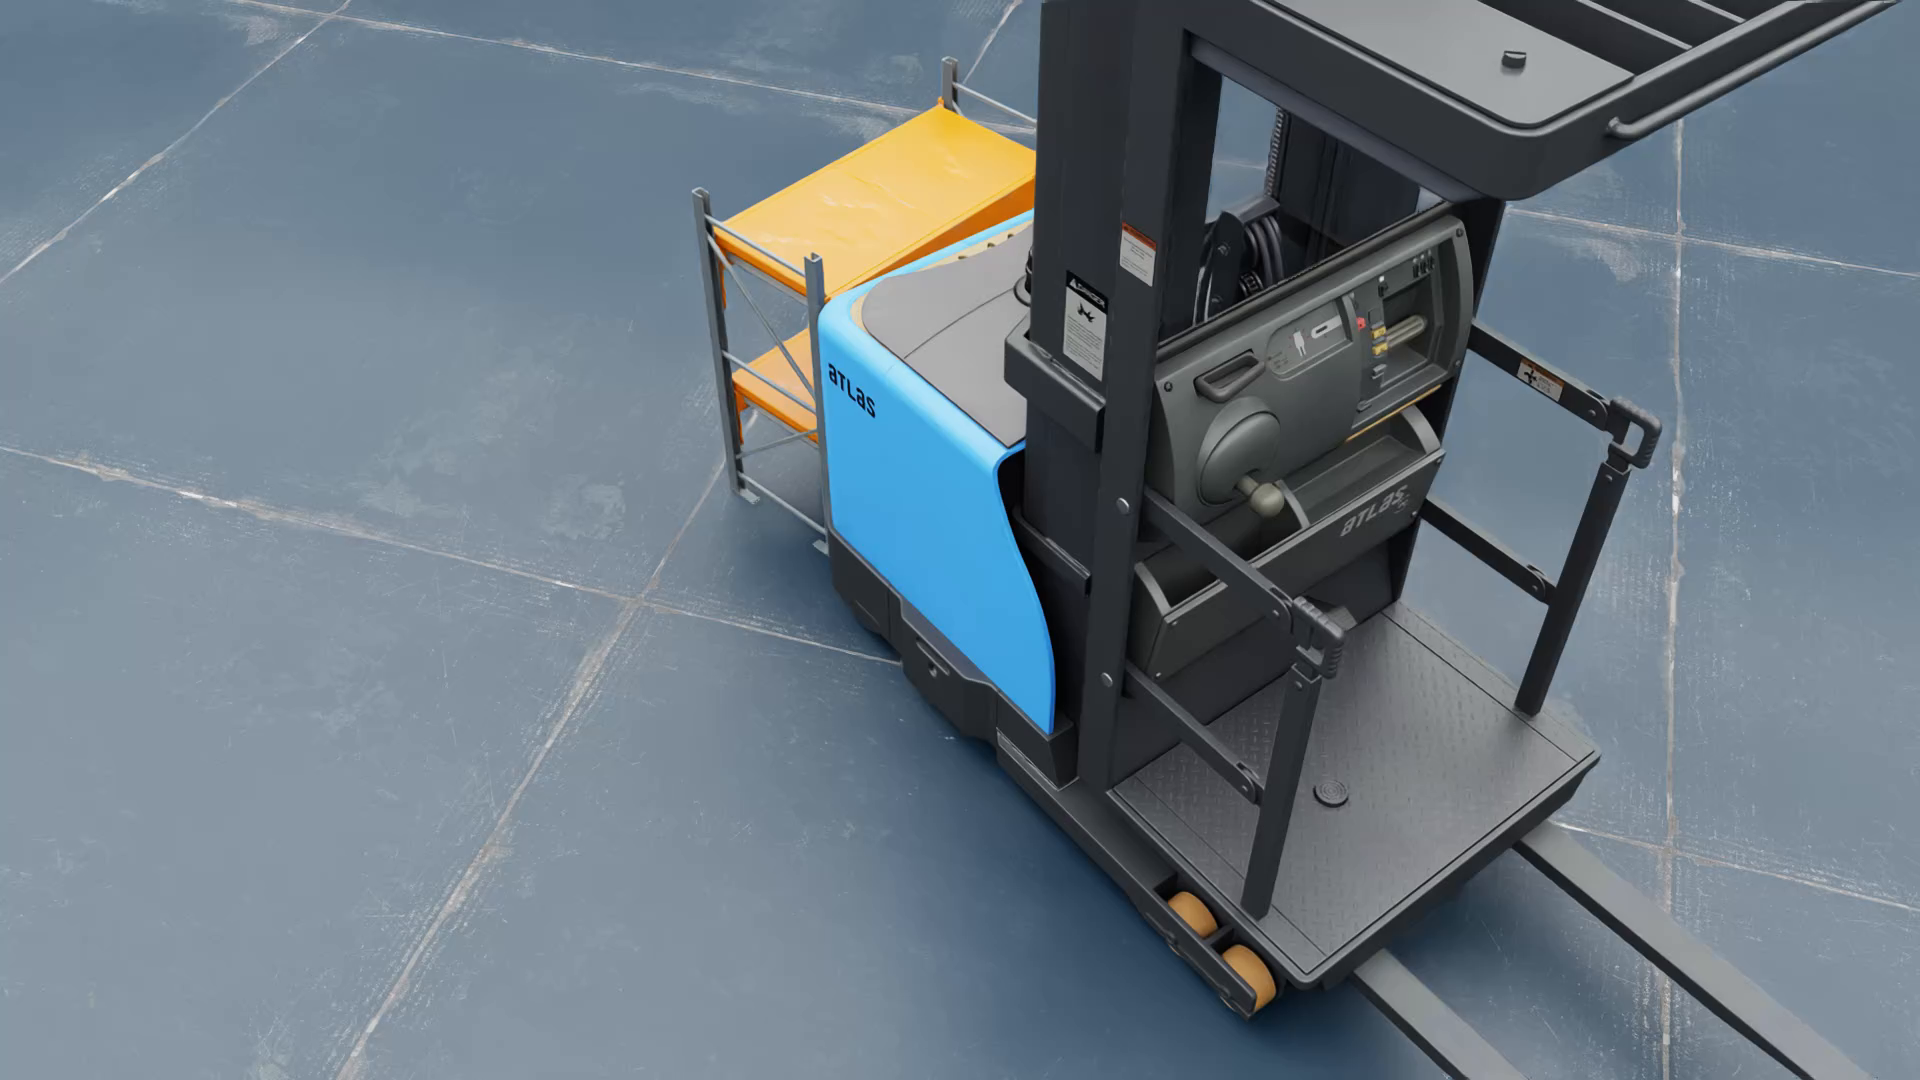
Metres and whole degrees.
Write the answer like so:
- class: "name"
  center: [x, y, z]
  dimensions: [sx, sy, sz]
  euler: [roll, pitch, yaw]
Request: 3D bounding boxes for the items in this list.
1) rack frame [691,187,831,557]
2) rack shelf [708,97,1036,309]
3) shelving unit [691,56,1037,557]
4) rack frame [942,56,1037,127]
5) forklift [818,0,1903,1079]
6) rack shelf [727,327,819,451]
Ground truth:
- class: "rack frame"
  center: [-0.557, -0.459, 4.915]
  dimensions: [0.500, 1.125, 0.032]
  euler: [33, 53, 29]
- class: "rack shelf"
  center: [-0.210, -0.929, 4.976]
  dimensions: [0.538, 0.278, 1.000]
  euler: [33, 53, 29]
- class: "shelving unit"
  center: [-0.210, -0.719, 5.181]
  dimensions: [0.538, 1.125, 1.048]
  euler: [33, 53, 29]
- class: "rack frame"
  center: [0.136, -0.980, 5.447]
  dimensions: [0.500, 1.125, 0.032]
  euler: [33, 53, 29]
- class: "forklift"
  center: [0.910, -0.290, 3.451]
  dimensions: [1.130, 2.935, 3.031]
  euler: [-28, 51, -26]
- class: "rack shelf"
  center: [-0.210, -0.545, 5.352]
  dimensions: [0.538, 0.278, 1.000]
  euler: [33, 53, 29]
